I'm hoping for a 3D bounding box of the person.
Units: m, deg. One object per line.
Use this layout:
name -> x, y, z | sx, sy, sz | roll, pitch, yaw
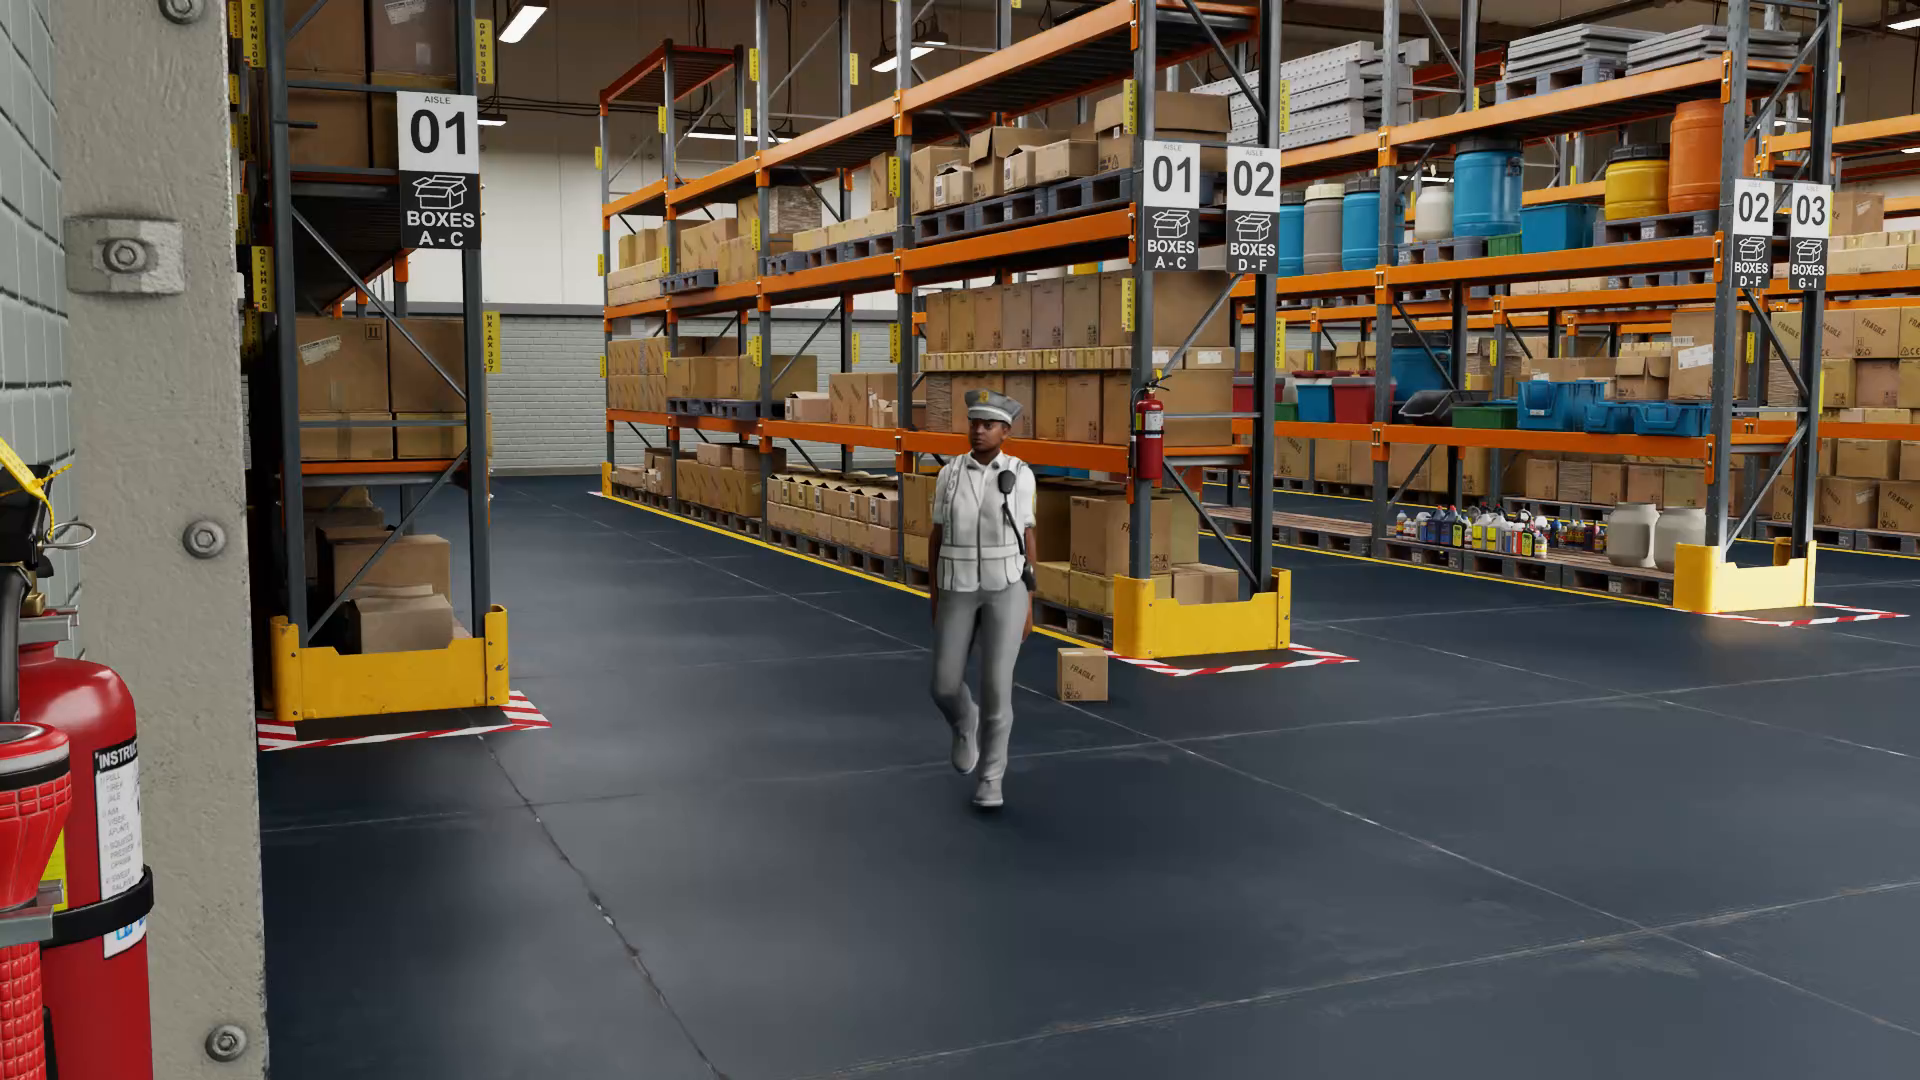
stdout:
person -> 0.096, 0.214, 6.852 | 0.453, 1.674, 0.602 | 1, 6, 9
